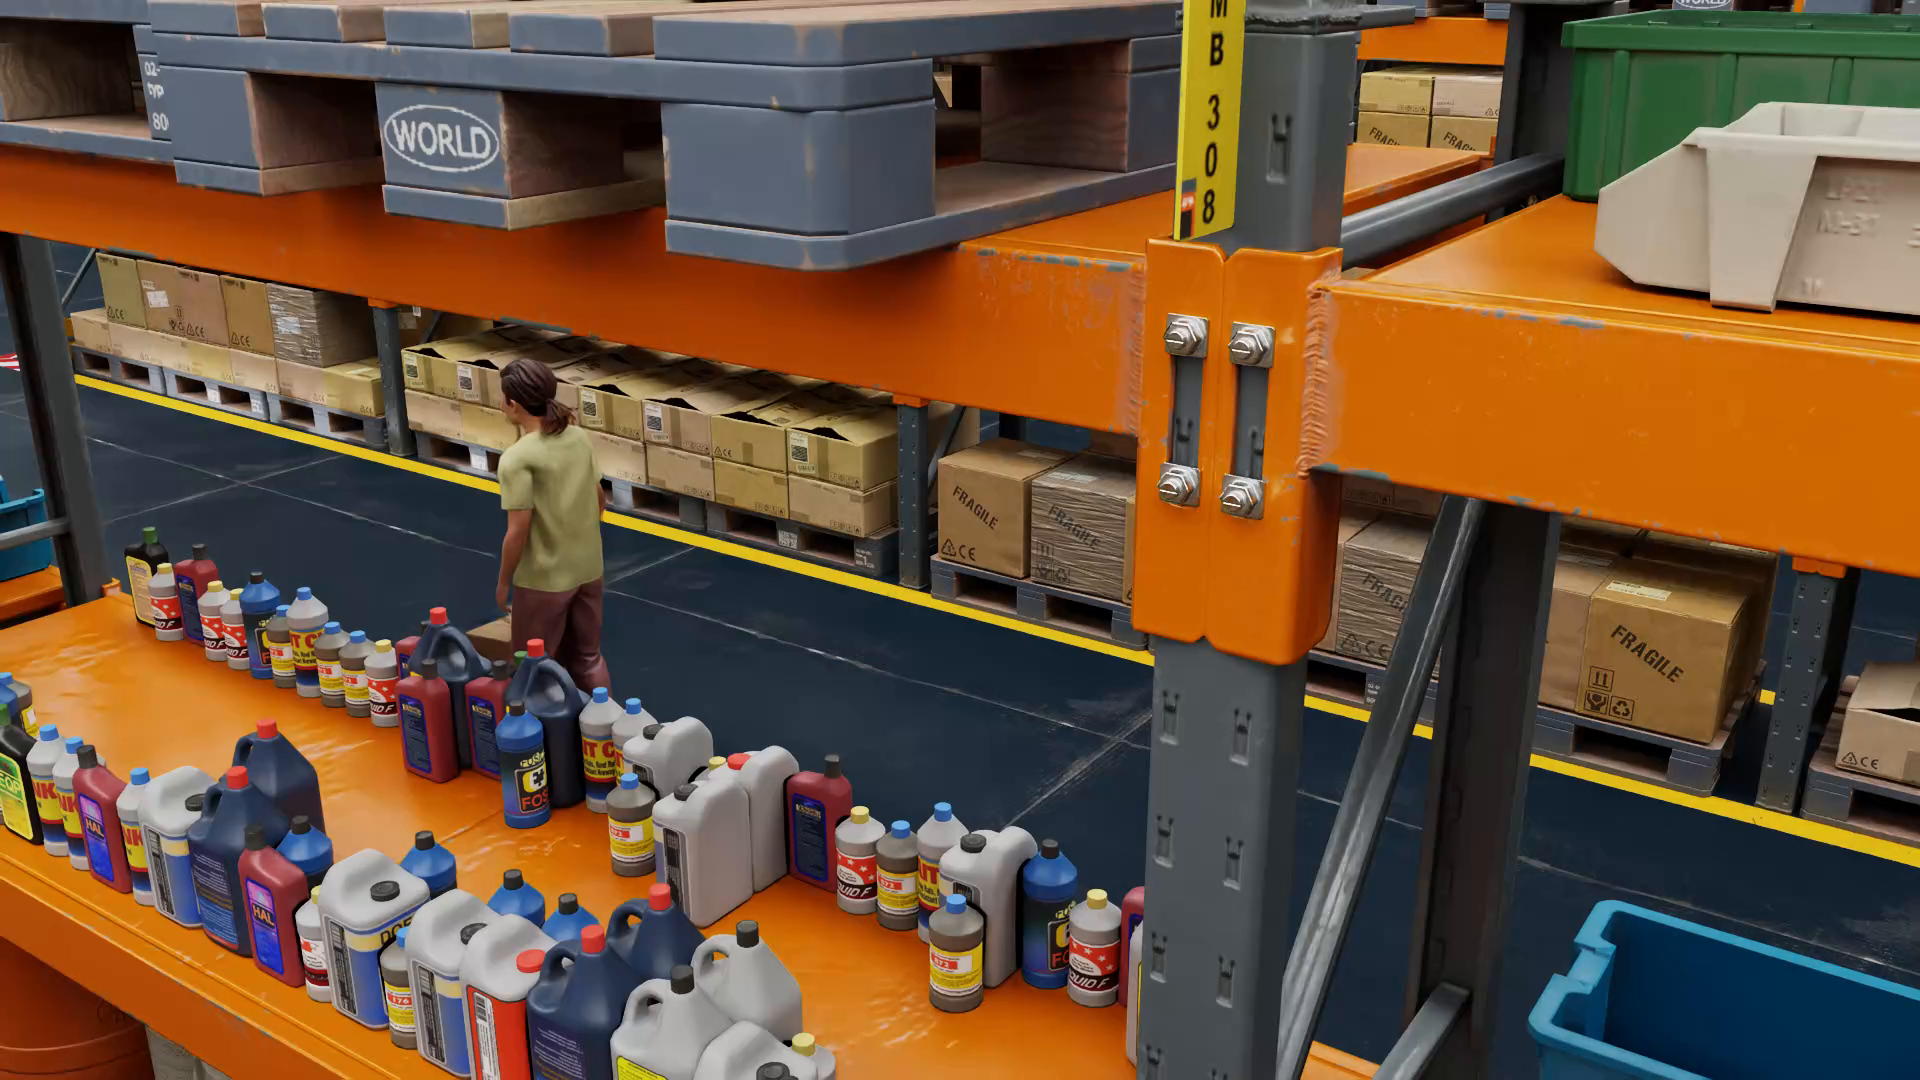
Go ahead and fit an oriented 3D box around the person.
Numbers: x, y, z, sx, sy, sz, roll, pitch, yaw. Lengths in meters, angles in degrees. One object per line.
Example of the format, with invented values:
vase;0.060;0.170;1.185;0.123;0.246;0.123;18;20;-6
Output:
person;-1.543;0.137;6.192;0.398;1.675;0.483;12;23;31
